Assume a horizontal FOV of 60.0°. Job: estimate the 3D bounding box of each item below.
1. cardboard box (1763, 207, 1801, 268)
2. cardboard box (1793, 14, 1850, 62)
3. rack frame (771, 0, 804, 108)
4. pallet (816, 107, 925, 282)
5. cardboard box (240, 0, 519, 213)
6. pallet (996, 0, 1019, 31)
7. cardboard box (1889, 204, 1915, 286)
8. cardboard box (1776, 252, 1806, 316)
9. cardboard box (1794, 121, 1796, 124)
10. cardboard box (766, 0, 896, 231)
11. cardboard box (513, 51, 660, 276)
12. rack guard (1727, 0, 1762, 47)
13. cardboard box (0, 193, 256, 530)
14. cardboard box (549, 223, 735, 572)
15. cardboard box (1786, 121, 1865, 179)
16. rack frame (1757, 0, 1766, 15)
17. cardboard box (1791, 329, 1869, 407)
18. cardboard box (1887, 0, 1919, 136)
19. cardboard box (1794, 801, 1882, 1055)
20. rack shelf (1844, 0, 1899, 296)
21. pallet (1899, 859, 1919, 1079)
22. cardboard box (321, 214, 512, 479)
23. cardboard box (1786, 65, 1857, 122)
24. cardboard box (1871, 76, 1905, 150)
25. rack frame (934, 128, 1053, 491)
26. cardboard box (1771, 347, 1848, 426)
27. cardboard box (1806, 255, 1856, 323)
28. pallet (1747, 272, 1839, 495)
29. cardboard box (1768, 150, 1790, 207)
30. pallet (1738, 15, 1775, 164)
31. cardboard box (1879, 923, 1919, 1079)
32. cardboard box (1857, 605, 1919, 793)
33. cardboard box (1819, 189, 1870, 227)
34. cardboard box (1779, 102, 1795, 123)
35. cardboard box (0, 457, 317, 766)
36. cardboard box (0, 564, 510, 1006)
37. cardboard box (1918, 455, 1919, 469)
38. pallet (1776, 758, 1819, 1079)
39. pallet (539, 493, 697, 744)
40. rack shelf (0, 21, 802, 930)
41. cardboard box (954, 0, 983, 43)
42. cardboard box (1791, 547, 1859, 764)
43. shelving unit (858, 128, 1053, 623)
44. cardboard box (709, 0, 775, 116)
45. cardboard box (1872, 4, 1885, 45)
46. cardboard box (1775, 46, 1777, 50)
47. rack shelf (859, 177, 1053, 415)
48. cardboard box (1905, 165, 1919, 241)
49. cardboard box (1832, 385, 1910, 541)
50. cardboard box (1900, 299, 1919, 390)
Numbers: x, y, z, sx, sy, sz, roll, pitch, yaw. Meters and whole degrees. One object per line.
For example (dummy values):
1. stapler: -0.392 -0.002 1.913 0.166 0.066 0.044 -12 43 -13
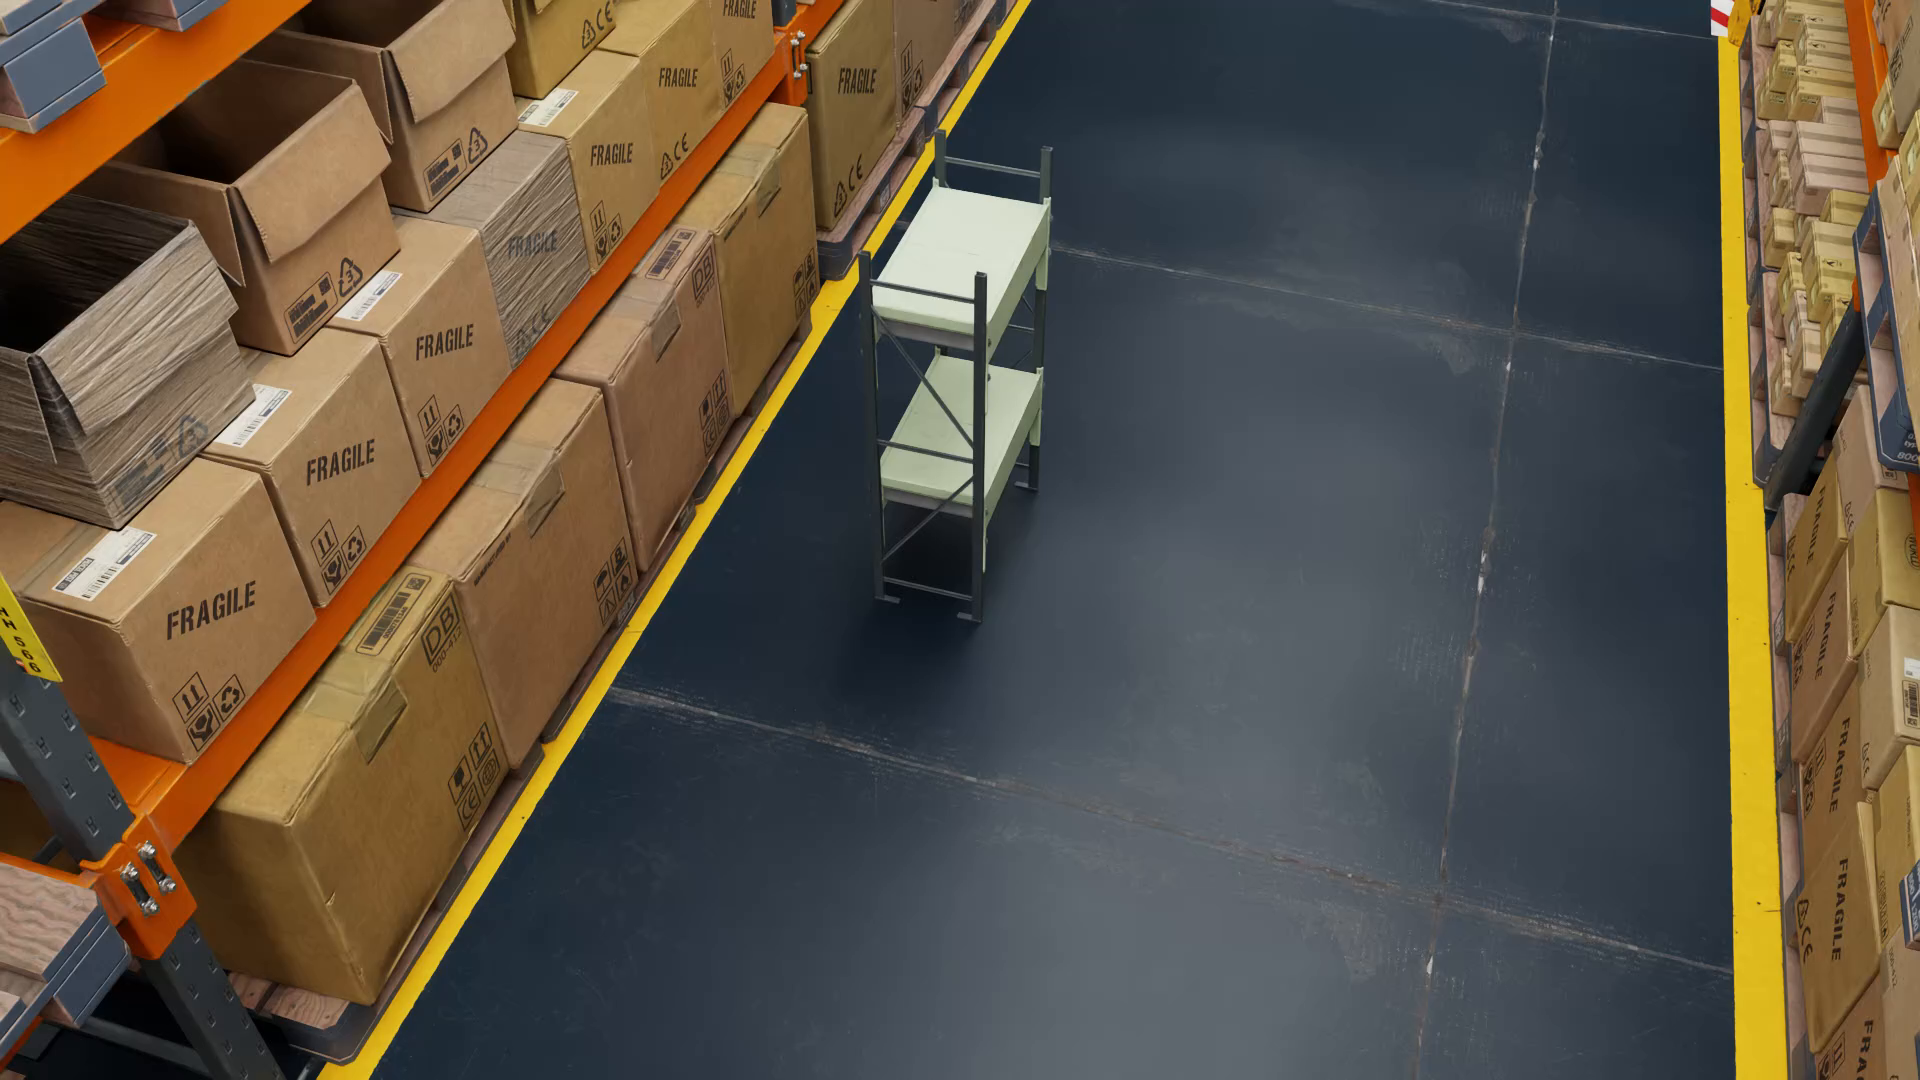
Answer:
1. cardboard box: 3.678 -1.272 7.143 0.380 0.149 0.250 12 46 12
2. cardboard box: 4.136 -2.317 7.786 0.380 0.149 0.250 10 45 11
3. rack frame: -1.126 -2.235 6.390 1.000 3.000 0.127 13 46 13
4. pallet: -0.821 -1.729 7.866 1.003 0.211 1.213 13 46 13
5. cardboard box: -1.704 -1.329 4.675 0.797 0.503 0.637 14 46 14
6. pallet: -0.082 -3.355 9.528 1.003 0.211 1.213 13 46 13
7. cardboard box: 2.934 -0.826 4.829 0.380 0.149 0.250 13 46 13
8. cardboard box: 3.497 -0.998 6.650 0.380 0.149 0.250 11 45 11
9. cardboard box: 4.081 -2.029 7.704 0.380 0.149 0.250 11 45 11
10. cardboard box: -0.850 -2.049 7.418 0.875 0.875 0.875 13 46 13
11. cardboard box: -1.315 -1.223 5.284 0.500 0.500 0.500 12 46 12
12. rack guard: 4.759 -2.840 8.794 1.175 0.500 0.348 13 46 13
13. cardboard box: -2.100 -0.447 3.774 0.797 0.503 0.637 14 46 14
14. cardboard box: -1.571 -0.599 5.937 1.225 0.875 0.875 11 45 11
15. cardboard box: 3.755 -1.638 7.092 0.380 0.149 0.250 11 45 11
16. rack frame: 4.782 -3.784 7.972 1.000 3.000 0.127 13 46 13
17. cardboard box: 3.363 -0.632 6.277 0.380 0.149 0.250 13 46 13
18. cardboard box: 3.448 -1.642 5.499 0.500 0.500 0.500 13 46 13
19. cardboard box: 2.615 1.097 4.471 0.500 0.500 0.500 11 45 11
20. rack shelf: 4.176 -2.193 6.861 1.077 0.370 4.000 13 46 13
21. pallet: 2.473 1.120 3.098 1.213 0.211 1.003 13 46 13
22. cardboard box: -1.625 -0.558 4.604 0.500 0.500 0.500 12 46 12
23. cardboard box: 3.920 -1.969 7.430 0.380 0.149 0.250 13 46 13
24. cardboard box: 3.408 -1.462 5.779 0.380 0.149 0.250 11 46 11
25. rack frame: 0.109 -0.776 5.970 0.400 1.500 0.023 13 46 12
26. cardboard box: 3.365 -0.582 6.438 0.380 0.149 0.250 13 46 13
27. cardboard box: 3.470 -0.932 6.371 0.380 0.149 0.250 13 46 13
28. pallet: 3.740 -0.576 6.688 1.003 0.211 1.213 13 46 13
29. cardboard box: 3.862 -1.599 7.478 0.380 0.149 0.250 13 46 13
30. pallet: 4.479 -2.202 8.350 1.003 0.211 1.213 13 46 13
31. cardboard box: 2.459 1.174 3.857 0.500 0.250 0.500 13 46 13
32. cardboard box: 2.777 0.489 4.556 0.500 0.250 0.500 14 46 14
33. cardboard box: 3.691 -1.256 6.702 0.380 0.149 0.250 14 46 14
34. cardboard box: 4.080 -1.937 7.823 0.380 0.149 0.250 13 46 13
35. cardboard box: -1.931 0.129 3.902 0.500 0.500 0.500 14 46 14
36. cardboard box: -2.108 0.585 4.727 1.225 0.875 0.875 11 45 11
37. cardboard box: 2.622 -0.141 4.129 0.380 0.149 0.250 12 46 12
38. pallet: 2.968 1.214 4.858 1.003 0.211 1.213 13 46 13
39. pallet: -1.655 0.108 5.989 1.003 0.211 1.213 13 46 13
40. rack shelf: -1.732 -0.645 5.279 1.077 0.370 4.000 13 46 13
41. cardboard box: -0.308 -3.242 8.637 0.875 0.875 0.875 13 46 13
42. cardboard box: 2.935 0.415 5.168 0.500 0.500 0.500 14 46 14
43. shelving unit: -0.002 -0.532 5.721 0.431 1.500 0.755 13 46 12
44. cardboard box: -1.007 -1.901 5.977 0.500 0.500 0.500 13 46 13
45. cardboard box: 3.701 -1.982 6.310 0.380 0.149 0.250 11 45 11
46. cardboard box: 4.317 -2.442 8.338 0.380 0.149 0.250 12 46 12
47. rack shelf: -0.002 -0.811 5.448 0.431 0.370 0.720 13 46 12
48. cardboard box: 2.936 -0.946 4.738 0.380 0.149 0.250 12 46 12
49. cardboard box: 3.095 -0.205 5.266 0.500 0.250 0.500 11 45 11
50. cardboard box: 2.778 -0.494 4.489 0.380 0.149 0.250 13 46 13
